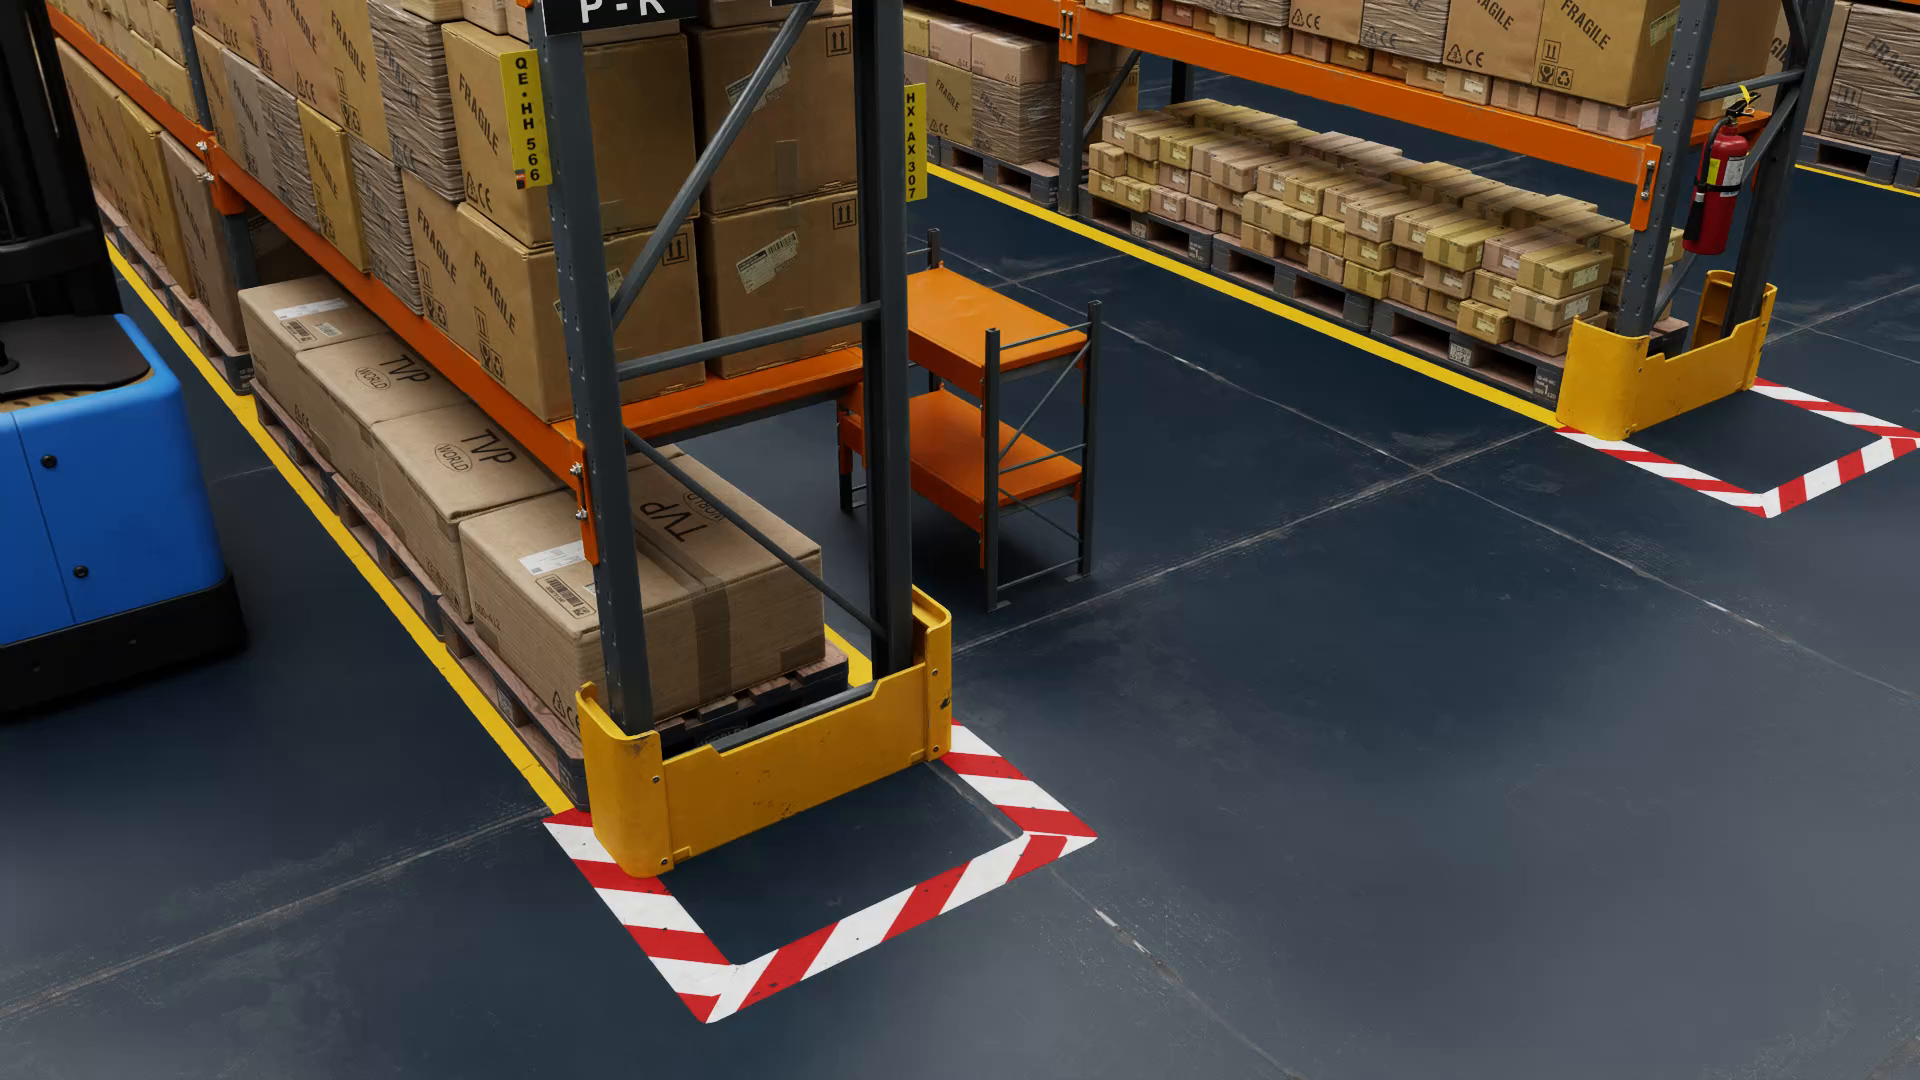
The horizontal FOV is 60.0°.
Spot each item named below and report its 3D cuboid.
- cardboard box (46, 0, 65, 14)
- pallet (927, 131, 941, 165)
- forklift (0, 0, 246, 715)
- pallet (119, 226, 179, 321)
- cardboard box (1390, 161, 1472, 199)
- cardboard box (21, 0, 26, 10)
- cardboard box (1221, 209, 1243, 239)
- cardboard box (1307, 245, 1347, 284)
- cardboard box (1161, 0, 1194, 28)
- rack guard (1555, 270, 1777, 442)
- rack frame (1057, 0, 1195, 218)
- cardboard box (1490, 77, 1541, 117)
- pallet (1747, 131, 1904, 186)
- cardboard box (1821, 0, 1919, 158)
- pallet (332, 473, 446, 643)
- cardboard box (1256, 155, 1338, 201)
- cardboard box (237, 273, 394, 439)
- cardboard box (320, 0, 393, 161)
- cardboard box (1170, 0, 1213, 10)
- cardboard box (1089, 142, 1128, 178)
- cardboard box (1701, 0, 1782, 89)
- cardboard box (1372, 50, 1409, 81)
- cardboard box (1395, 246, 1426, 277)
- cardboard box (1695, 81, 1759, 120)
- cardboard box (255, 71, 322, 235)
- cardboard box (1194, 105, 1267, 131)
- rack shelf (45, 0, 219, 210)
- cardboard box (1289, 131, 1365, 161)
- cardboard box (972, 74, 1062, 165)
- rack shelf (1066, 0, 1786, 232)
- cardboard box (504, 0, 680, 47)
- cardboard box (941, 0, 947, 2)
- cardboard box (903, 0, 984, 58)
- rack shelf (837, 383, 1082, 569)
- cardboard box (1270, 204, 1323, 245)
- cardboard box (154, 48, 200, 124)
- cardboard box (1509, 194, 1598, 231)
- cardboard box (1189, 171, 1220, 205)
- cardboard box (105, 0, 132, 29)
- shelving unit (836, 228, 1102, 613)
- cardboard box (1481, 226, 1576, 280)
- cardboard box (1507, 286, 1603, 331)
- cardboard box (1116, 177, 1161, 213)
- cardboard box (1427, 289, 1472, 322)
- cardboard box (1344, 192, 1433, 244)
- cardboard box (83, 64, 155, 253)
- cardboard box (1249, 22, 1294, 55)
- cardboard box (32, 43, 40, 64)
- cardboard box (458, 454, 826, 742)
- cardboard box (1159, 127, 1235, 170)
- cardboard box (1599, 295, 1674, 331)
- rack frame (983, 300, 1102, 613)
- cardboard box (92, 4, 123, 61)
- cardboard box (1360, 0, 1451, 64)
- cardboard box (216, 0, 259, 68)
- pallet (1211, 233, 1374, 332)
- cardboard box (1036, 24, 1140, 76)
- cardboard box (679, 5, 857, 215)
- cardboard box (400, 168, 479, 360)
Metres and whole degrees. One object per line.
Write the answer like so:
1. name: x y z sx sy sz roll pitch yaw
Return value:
1. cardboard box: -5.153 -3.328 9.892 0.500 0.250 0.500 -19 34 -31
2. pallet: -0.102 -3.060 12.163 1.003 0.211 1.213 -19 34 -31
3. forklift: -3.839 -1.311 6.093 1.130 2.935 3.031 -19 34 -31
4. pallet: -4.132 -1.627 9.524 1.003 0.211 1.213 -19 34 -31
5. cardboard box: 2.576 -1.950 9.122 0.380 0.149 0.250 -18 33 -30
6. cardboard box: -8.114 -4.670 13.861 0.500 0.500 0.500 -19 34 -31
7. cardboard box: 1.725 -1.844 9.549 0.380 0.149 0.250 -20 35 -33
8. cardboard box: 2.097 -1.516 8.946 0.380 0.149 0.250 -18 33 -30
9. cardboard box: 1.368 -3.028 9.446 0.380 0.149 0.250 -20 35 -33
10. rack guard: 3.338 -0.884 7.854 1.175 0.500 0.348 -19 34 -31
11. rack frame: 1.062 -3.508 10.067 1.000 3.000 0.127 -19 34 -31
12. cardboard box: 2.692 -2.092 7.721 0.380 0.149 0.250 -19 34 -31
13. pallet: 6.250 -2.825 11.730 1.003 0.211 1.213 -19 34 -31
14. cardboard box: 6.517 -3.118 11.135 0.875 0.875 0.875 -19 34 -31
15. pallet: -1.822 -0.081 6.678 1.003 0.211 1.213 -19 34 -31
16. cardboard box: 1.868 -2.002 9.217 0.380 0.149 0.250 -20 35 -33
17. cardboard box: -2.635 -0.883 7.478 0.875 0.438 0.875 -19 34 -31
18. cardboard box: -1.676 -1.537 5.284 0.500 0.500 0.500 -19 34 -31
19. cardboard box: 1.437 -3.230 9.138 0.500 0.500 0.500 -19 34 -31
20. cardboard box: 1.012 -2.341 10.153 0.380 0.149 0.250 -17 33 -28
21. cardboard box: 3.347 -2.379 7.571 0.500 0.500 0.500 -17 33 -28
22. cardboard box: 2.288 -2.416 8.320 0.380 0.149 0.250 -20 35 -33
23. cardboard box: 2.469 -1.476 8.561 0.380 0.149 0.250 -19 34 -31
24. cardboard box: 3.461 -2.059 7.662 0.380 0.149 0.250 -19 34 -31
25. cardboard box: -2.281 -1.496 6.256 0.500 0.500 0.500 -19 34 -30
26. cardboard box: 1.661 -2.547 10.220 0.380 0.149 0.250 -18 33 -30
27. rack shelf: -4.072 -2.560 9.074 1.077 0.370 4.000 -19 34 -31
28. cardboard box: 2.131 -2.250 9.673 0.380 0.149 0.250 -21 35 -33
29. cardboard box: 0.428 -2.812 10.964 0.500 0.500 0.500 -19 34 -32
30. rack shelf: 2.222 -2.414 8.807 1.077 0.370 4.000 -19 34 -31
31. cardboard box: -0.963 -1.396 4.345 0.380 0.149 0.250 -18 33 -30
32. cardboard box: -0.064 -3.890 12.163 0.500 0.250 0.500 -18 33 -30
33. cardboard box: -0.181 -3.548 11.534 0.500 0.250 0.500 -20 35 -33
34. rack shelf: 0.004 -0.277 6.593 0.538 0.278 1.000 -19 34 -31
35. cardboard box: 1.914 -1.745 9.056 0.380 0.149 0.250 -18 34 -30
36. cardboard box: -3.377 -2.137 7.699 0.500 0.250 0.500 -20 34 -32
37. cardboard box: 3.055 -1.651 8.571 0.380 0.149 0.250 -19 34 -31
38. cardboard box: 1.557 -2.077 9.667 0.380 0.149 0.250 -21 35 -33
39. cardboard box: -3.967 -2.748 8.301 0.500 0.250 0.500 -18 33 -29
40. shelving unit: 0.004 -0.492 6.477 0.538 1.125 1.048 -19 34 -31
41. cardboard box: 2.770 -1.396 8.100 0.380 0.149 0.250 -18 33 -30
42. cardboard box: 2.844 -1.142 7.945 0.380 0.149 0.250 -20 34 -32
43. cardboard box: 1.166 -2.106 10.032 0.380 0.149 0.250 -18 33 -29
44. cardboard box: 2.592 -1.230 8.419 0.380 0.149 0.250 -19 34 -31
45. cardboard box: 2.216 -1.668 8.603 0.380 0.149 0.250 -17 33 -29
46. cardboard box: -4.385 -2.265 9.564 0.875 0.875 0.875 -18 33 -30
47. cardboard box: 1.763 -2.699 8.839 0.380 0.149 0.250 -17 33 -29
48. cardboard box: -6.421 -3.487 12.341 0.950 0.372 0.625 -18 33 -29
49. cardboard box: -1.056 0.169 5.540 0.875 0.438 0.875 -20 34 -32
50. cardboard box: 1.391 -2.302 9.769 0.380 0.149 0.250 -19 34 -31
51. cardboard box: 3.339 -1.177 8.322 0.380 0.149 0.250 -18 33 -30
52. rack frame: 0.299 -0.294 6.113 0.500 1.125 0.032 -19 34 -31
53. cardboard box: -4.252 -2.737 8.803 0.500 0.250 0.500 -19 34 -31
54. cardboard box: 2.316 -2.627 8.028 0.500 0.500 0.500 -19 34 -30
55. cardboard box: -2.545 -2.132 6.379 0.500 0.500 0.500 -19 34 -31
56. pallet: 2.192 -1.557 9.395 1.003 0.211 1.213 -19 34 -31
57. cardboard box: 0.849 -3.284 11.048 0.500 0.250 0.500 -20 35 -33
58. cardboard box: -0.638 -1.292 4.834 0.500 0.500 0.500 -20 34 -32
59. cardboard box: -1.366 -0.901 5.161 0.500 0.500 0.500 -20 34 -32
